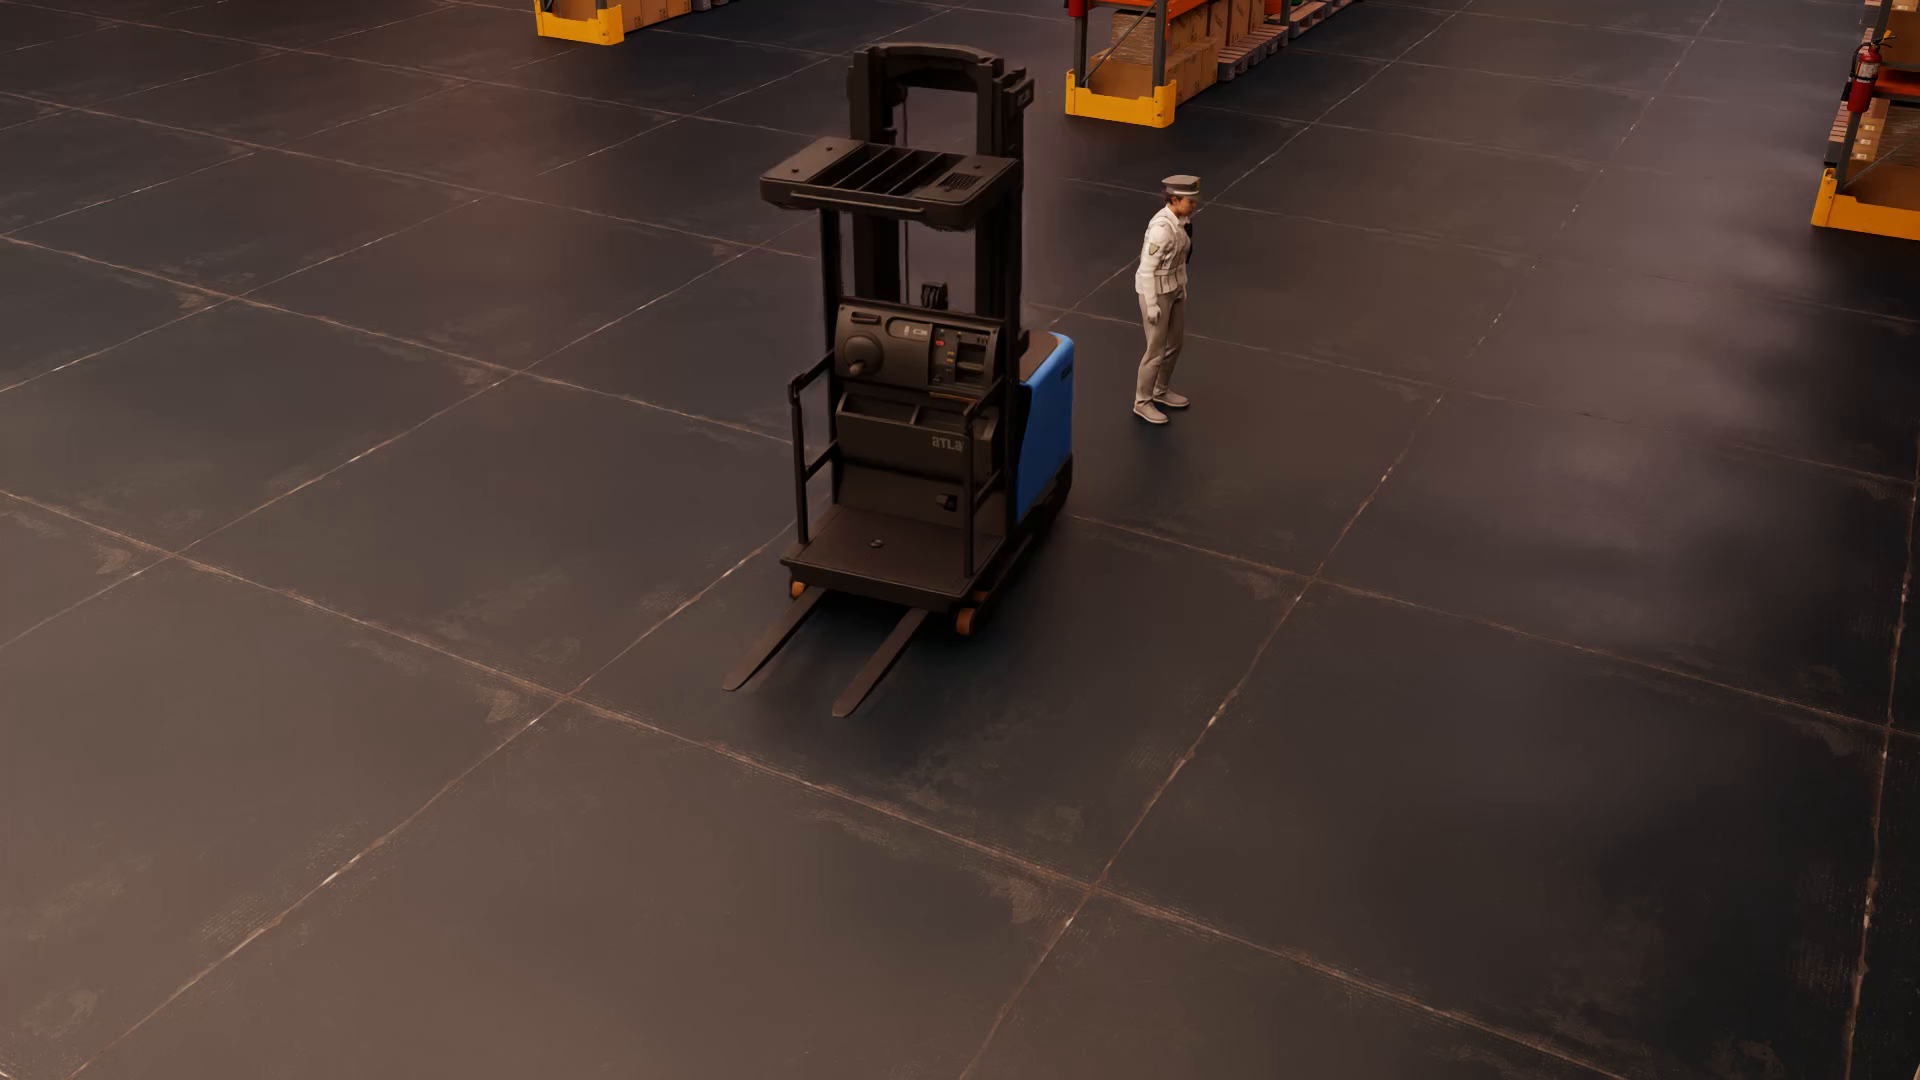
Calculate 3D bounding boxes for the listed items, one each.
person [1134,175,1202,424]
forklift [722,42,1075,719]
[{"bbox_3d":[1.386,-1.646,11.195,0.376,1.662,0.529,18,35,29],"label":"person"},{"bbox_3d":[-0.314,-0.978,8.764,1.130,2.935,3.031,11,32,19],"label":"forklift"}]
